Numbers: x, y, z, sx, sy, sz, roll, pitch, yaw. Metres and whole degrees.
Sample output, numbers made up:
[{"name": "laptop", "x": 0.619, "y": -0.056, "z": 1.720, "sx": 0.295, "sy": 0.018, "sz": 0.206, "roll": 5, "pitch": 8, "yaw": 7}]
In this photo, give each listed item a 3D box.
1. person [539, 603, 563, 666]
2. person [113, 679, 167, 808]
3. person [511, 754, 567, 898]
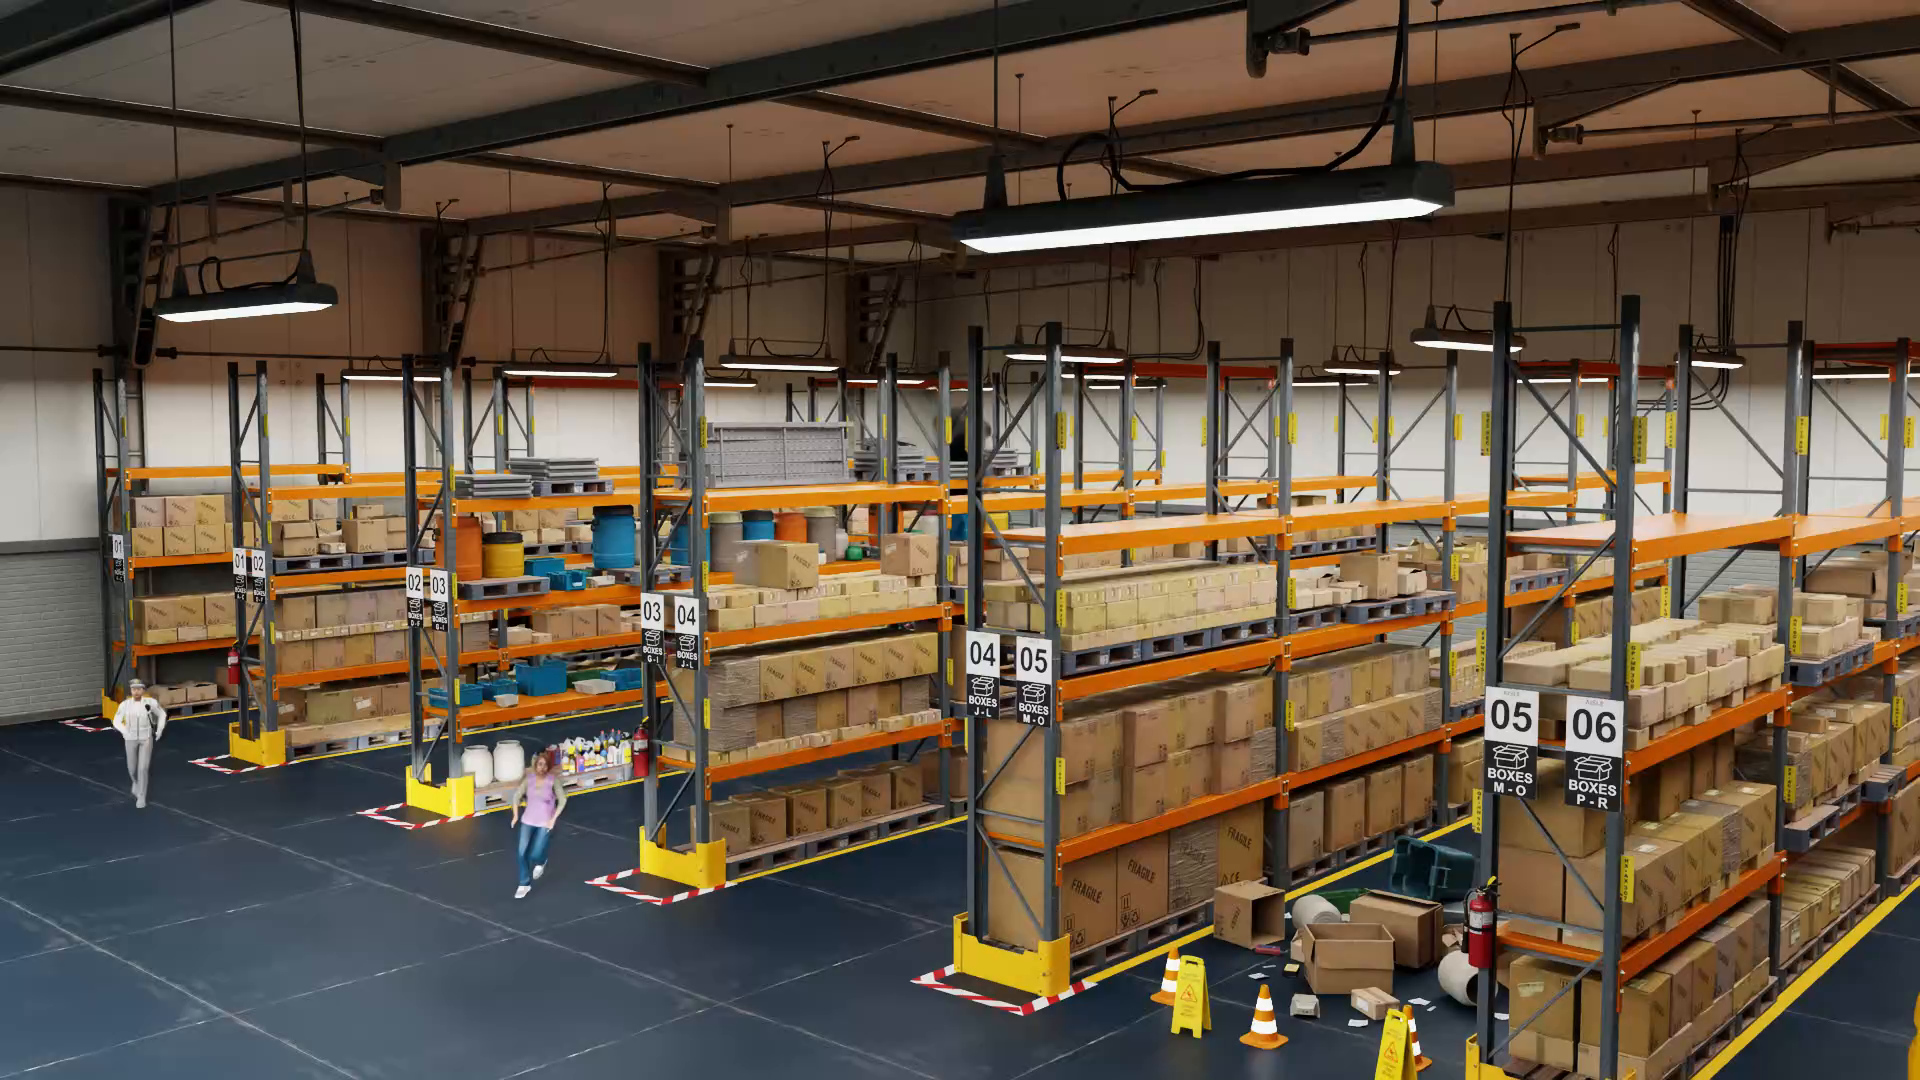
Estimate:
[{"name": "person", "x": -7.737, "y": 1.966, "z": 31.692, "sx": 0.715, "sy": 1.735, "sz": 0.826, "roll": 3, "pitch": 5, "yaw": 32}, {"name": "person", "x": -11.006, "y": 2.688, "z": 22.332, "sx": 0.641, "sy": 1.704, "sz": 0.778, "roll": -2, "pitch": 4, "yaw": -21}, {"name": "person", "x": -4.574, "y": 3.084, "z": 18.090, "sx": 0.582, "sy": 1.546, "sz": 0.513, "roll": 0, "pitch": 4, "yaw": 3}]
